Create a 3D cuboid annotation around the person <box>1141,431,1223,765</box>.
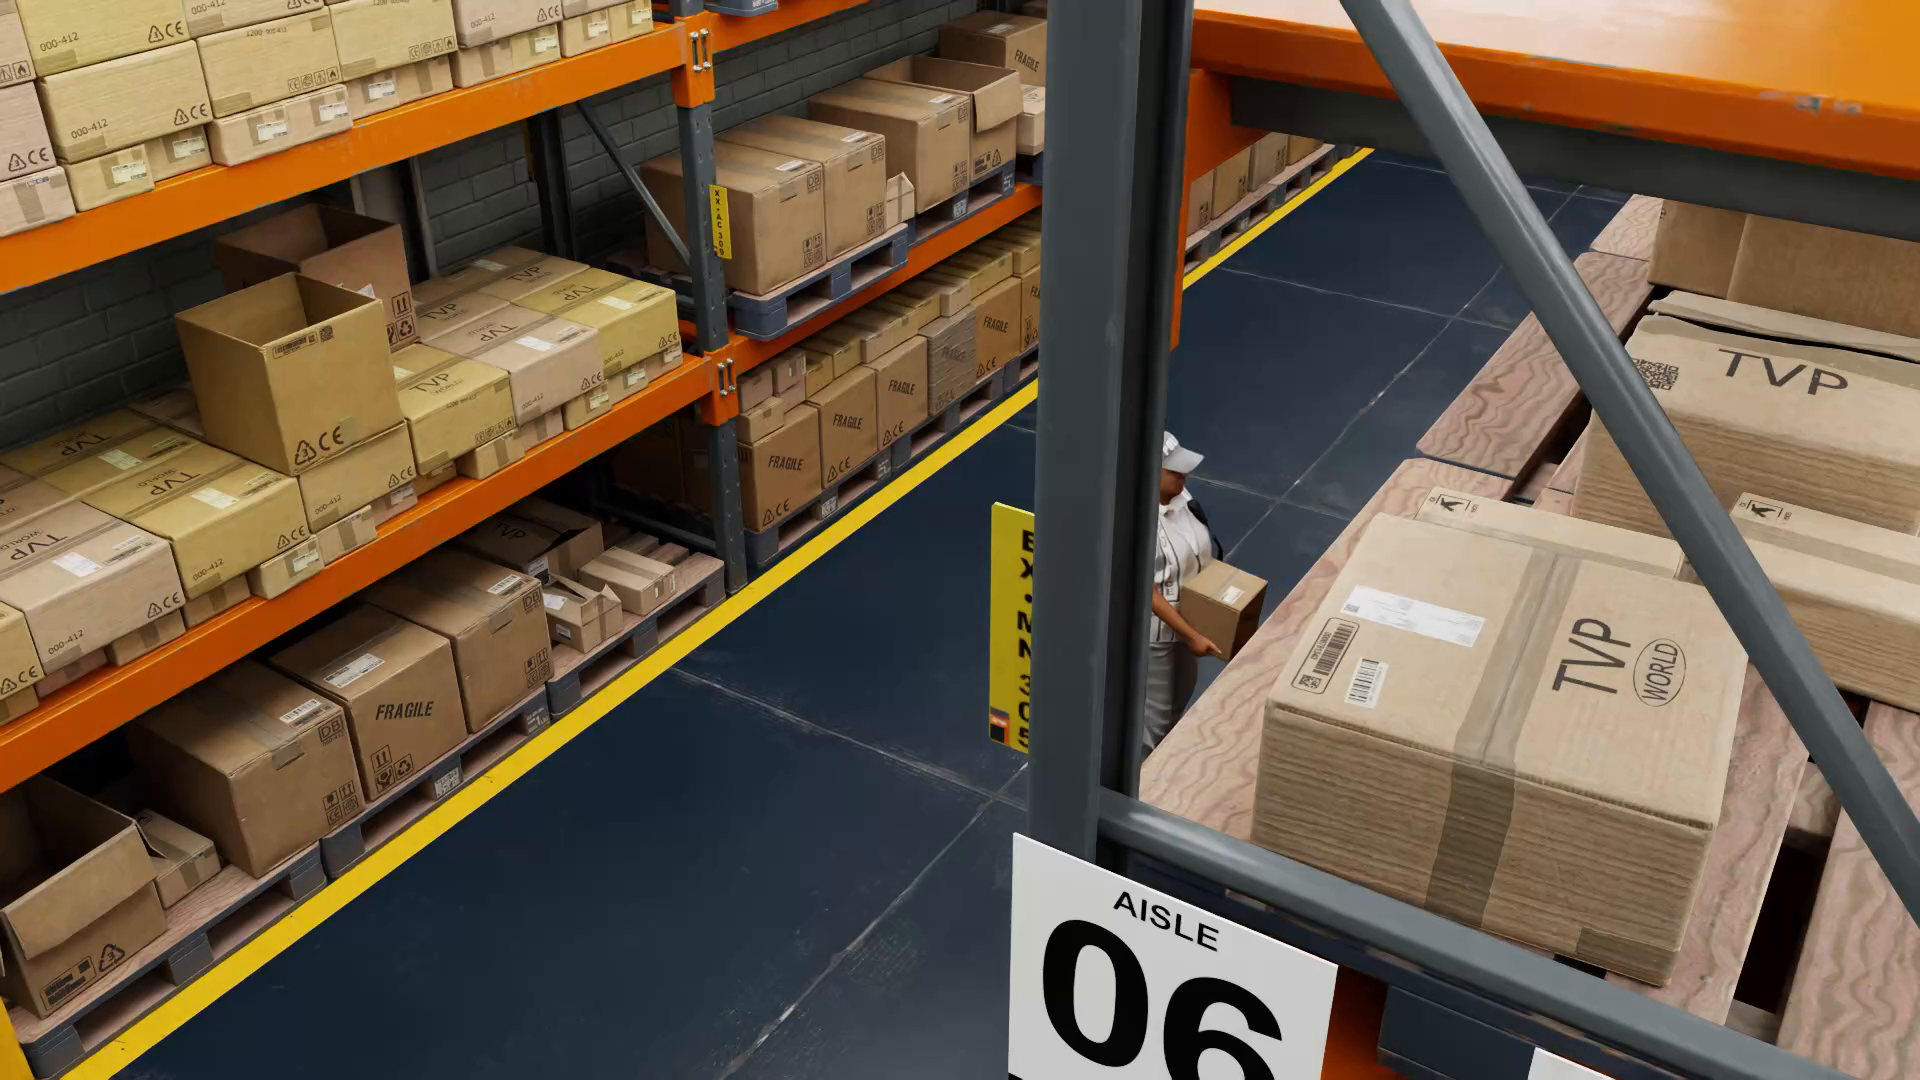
[{"bbox_3d":[0.837,0.353,6.545,0.541,1.655,0.454,19,35,28],"label":"person"}]
